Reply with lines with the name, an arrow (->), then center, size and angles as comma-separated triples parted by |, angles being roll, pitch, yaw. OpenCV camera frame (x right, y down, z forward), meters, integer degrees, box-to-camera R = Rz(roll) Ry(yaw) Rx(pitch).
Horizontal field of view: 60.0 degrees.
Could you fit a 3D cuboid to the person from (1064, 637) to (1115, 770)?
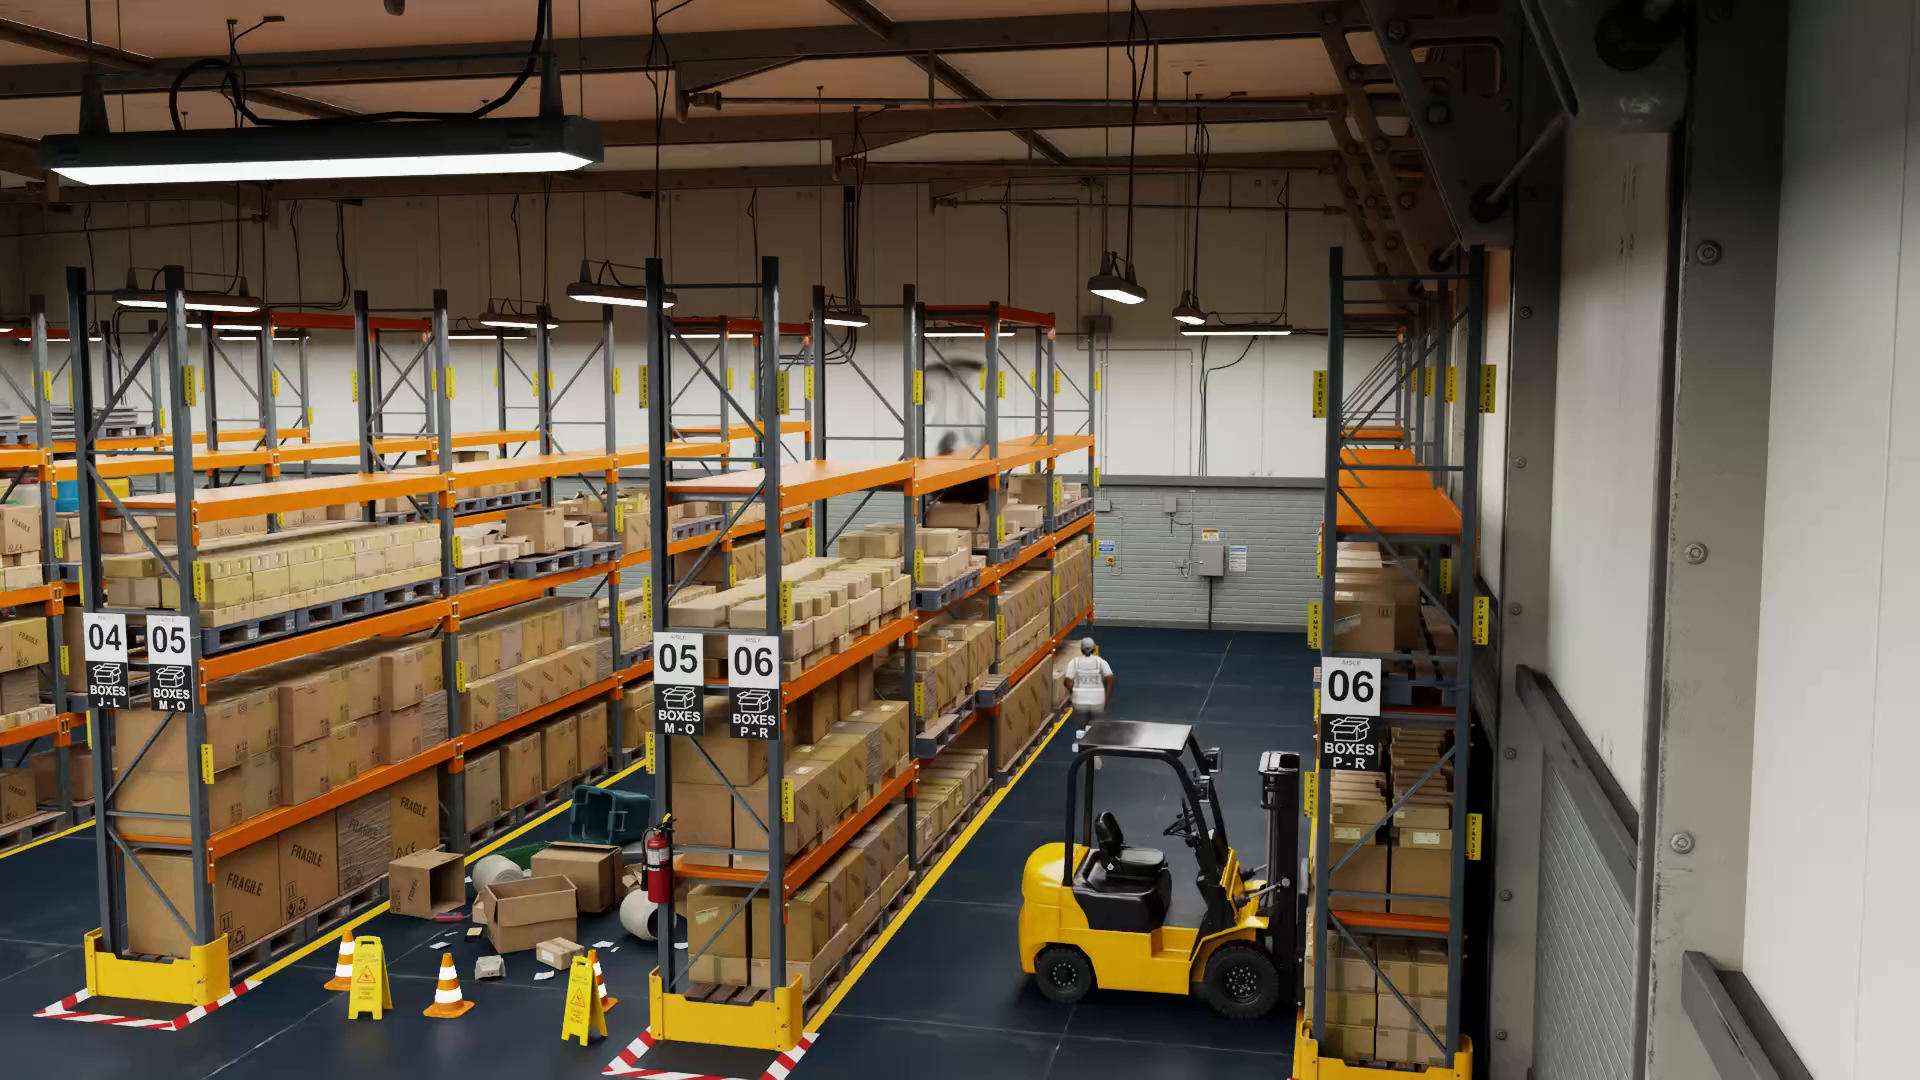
person -> 1.581, 2.011, 20.419 | 0.619, 1.637, 0.493 | 0, 6, 1
